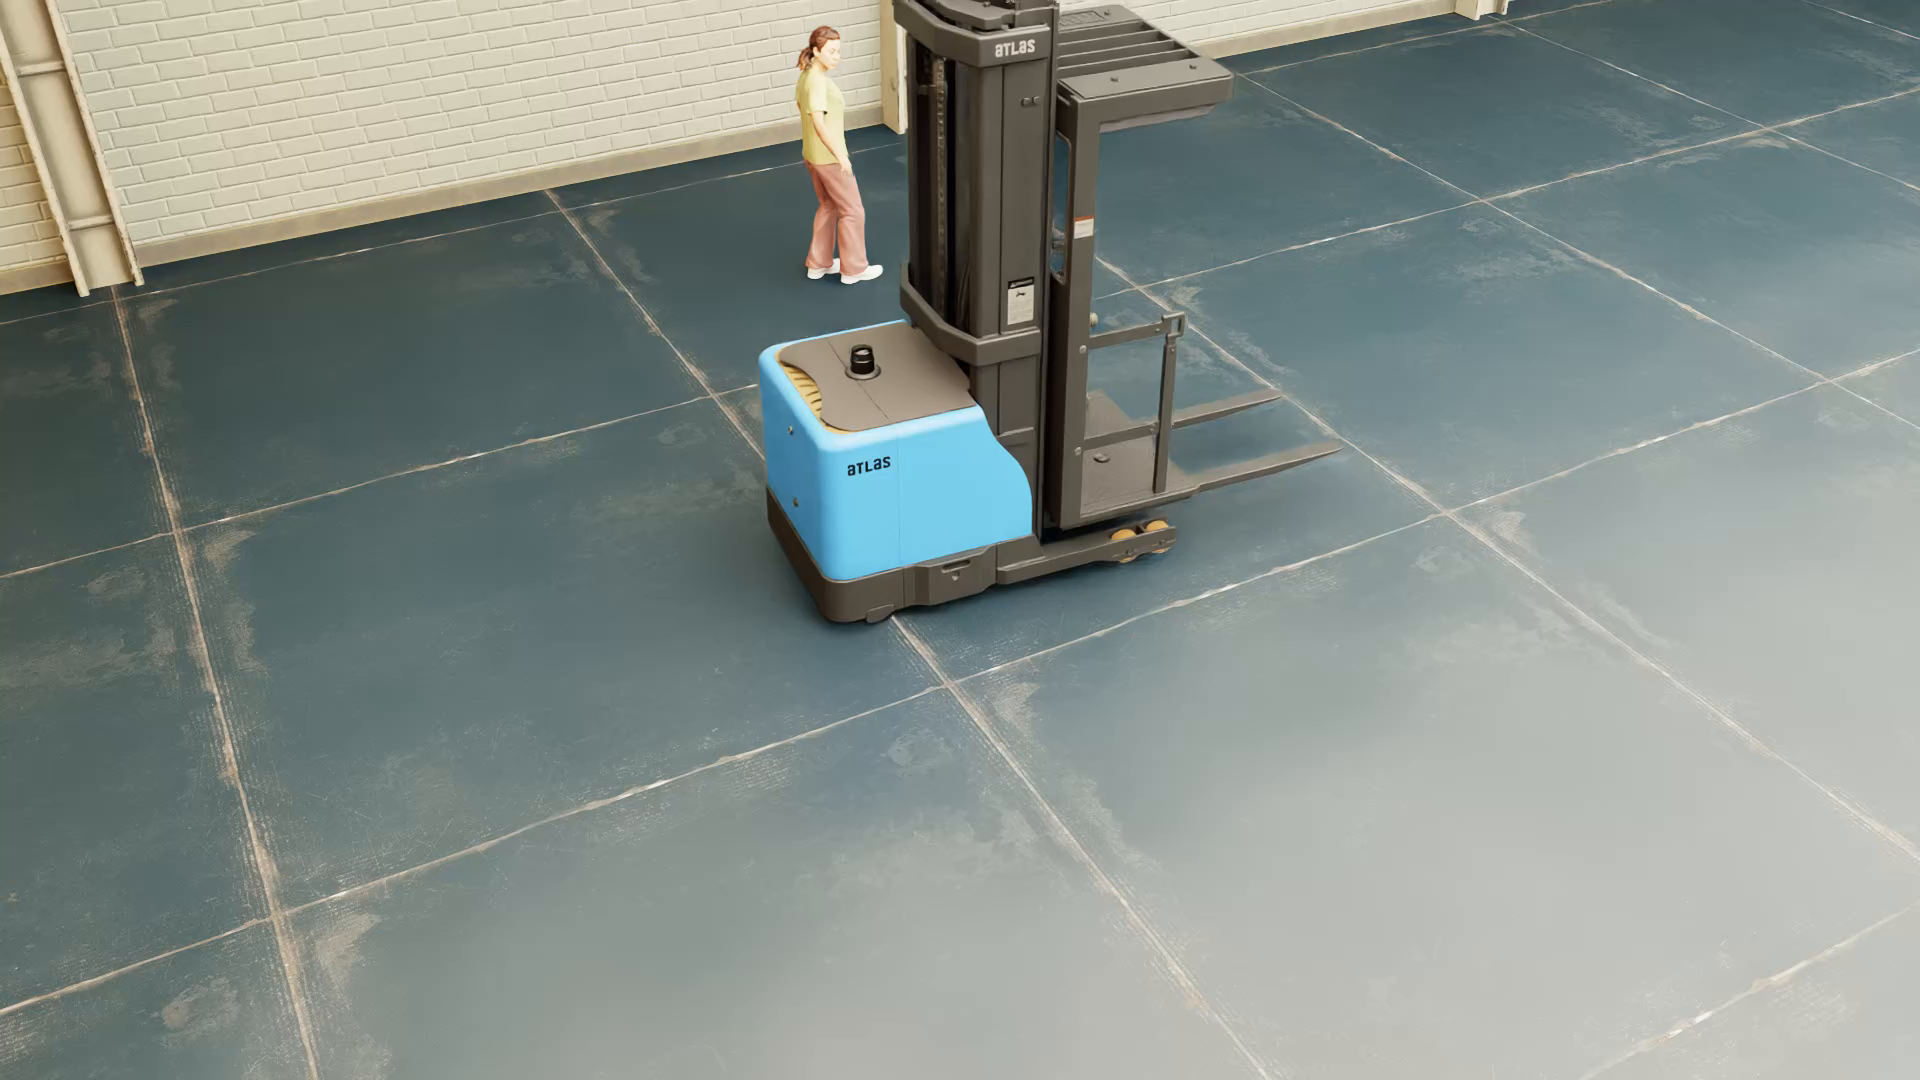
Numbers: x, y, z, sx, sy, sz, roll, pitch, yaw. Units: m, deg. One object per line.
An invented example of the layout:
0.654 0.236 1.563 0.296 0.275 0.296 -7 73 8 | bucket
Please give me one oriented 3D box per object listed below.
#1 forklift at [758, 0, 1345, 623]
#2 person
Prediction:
0.562 -1.348 8.031 3.031 2.935 1.130 -14 38 -19 | forklift
-0.800 -2.478 10.736 0.494 1.655 0.665 -15 38 -20 | person
